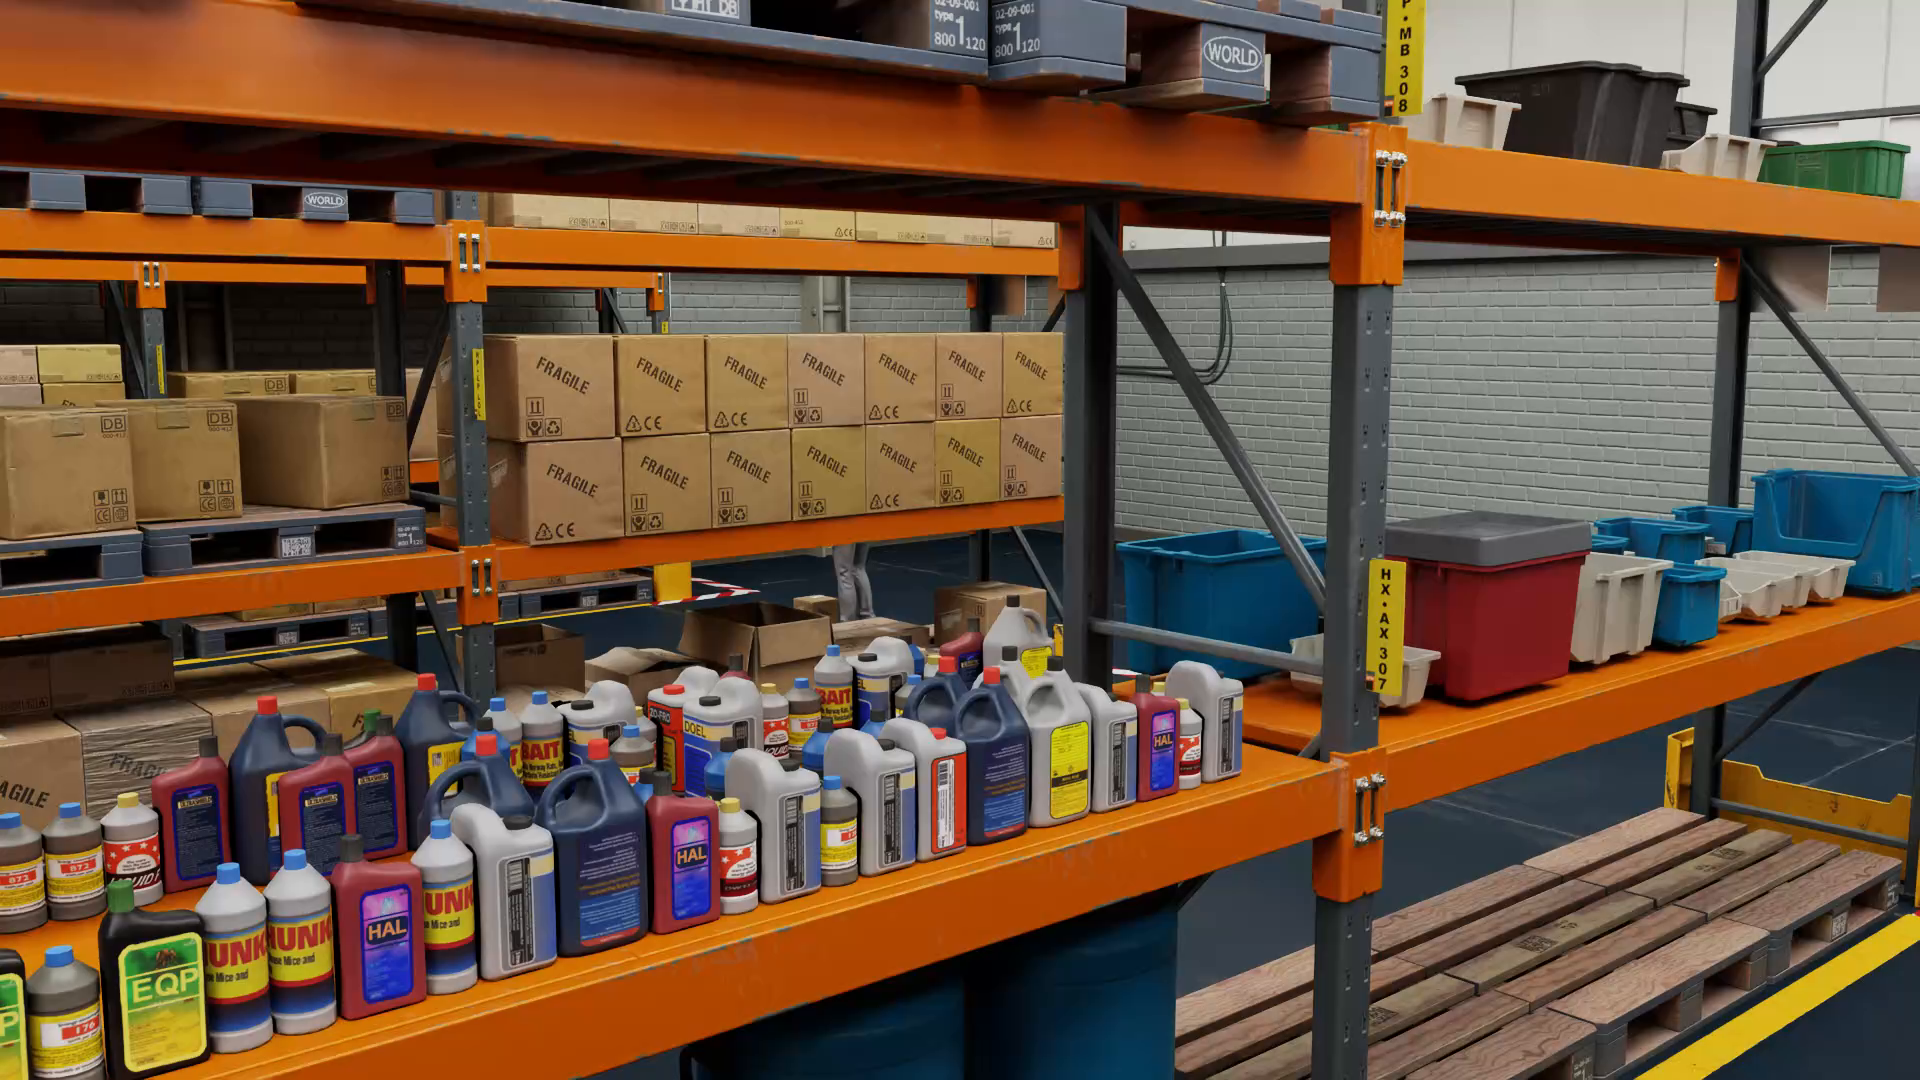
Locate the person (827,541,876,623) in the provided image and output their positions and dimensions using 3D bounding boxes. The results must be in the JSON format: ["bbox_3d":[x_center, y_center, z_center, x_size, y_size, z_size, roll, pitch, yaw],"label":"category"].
[{"bbox_3d":[-0.812,-0.095,12.375,0.500,1.696,0.337,-6,10,-41],"label":"person"}]
